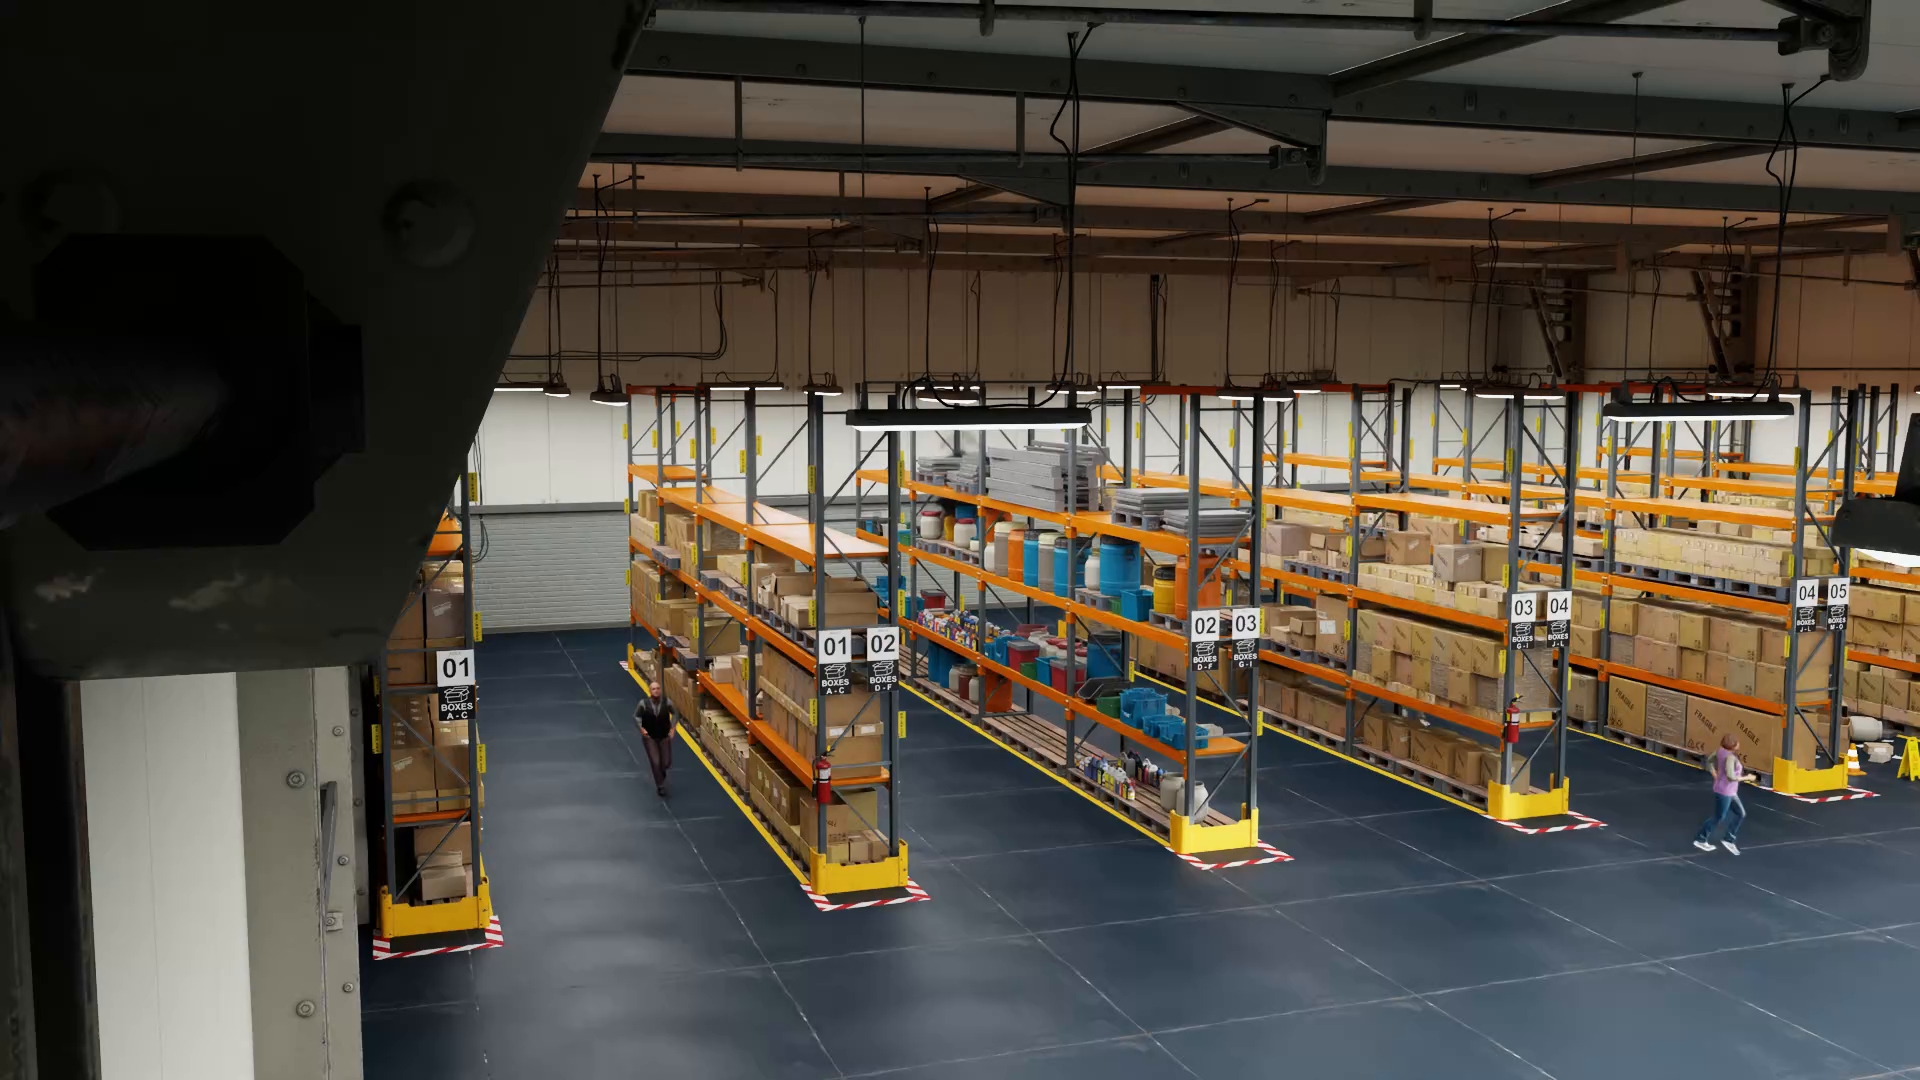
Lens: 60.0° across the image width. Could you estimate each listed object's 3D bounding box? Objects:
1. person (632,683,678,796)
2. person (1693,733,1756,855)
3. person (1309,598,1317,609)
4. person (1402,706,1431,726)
[{"bbox_3d":[-4.539,2.944,24.828,0.680,1.688,0.610,-2,6,-16],"label":"person"},{"bbox_3d":[9.939,3.312,21.595,0.702,1.629,0.524,2,6,21],"label":"person"},{"bbox_3d":[9.200,1.200,41.912,0.916,1.653,0.586,-3,7,-26],"label":"person"},{"bbox_3d":[8.097,2.417,29.612,0.577,1.650,0.967,-3,6,-24],"label":"person"}]
